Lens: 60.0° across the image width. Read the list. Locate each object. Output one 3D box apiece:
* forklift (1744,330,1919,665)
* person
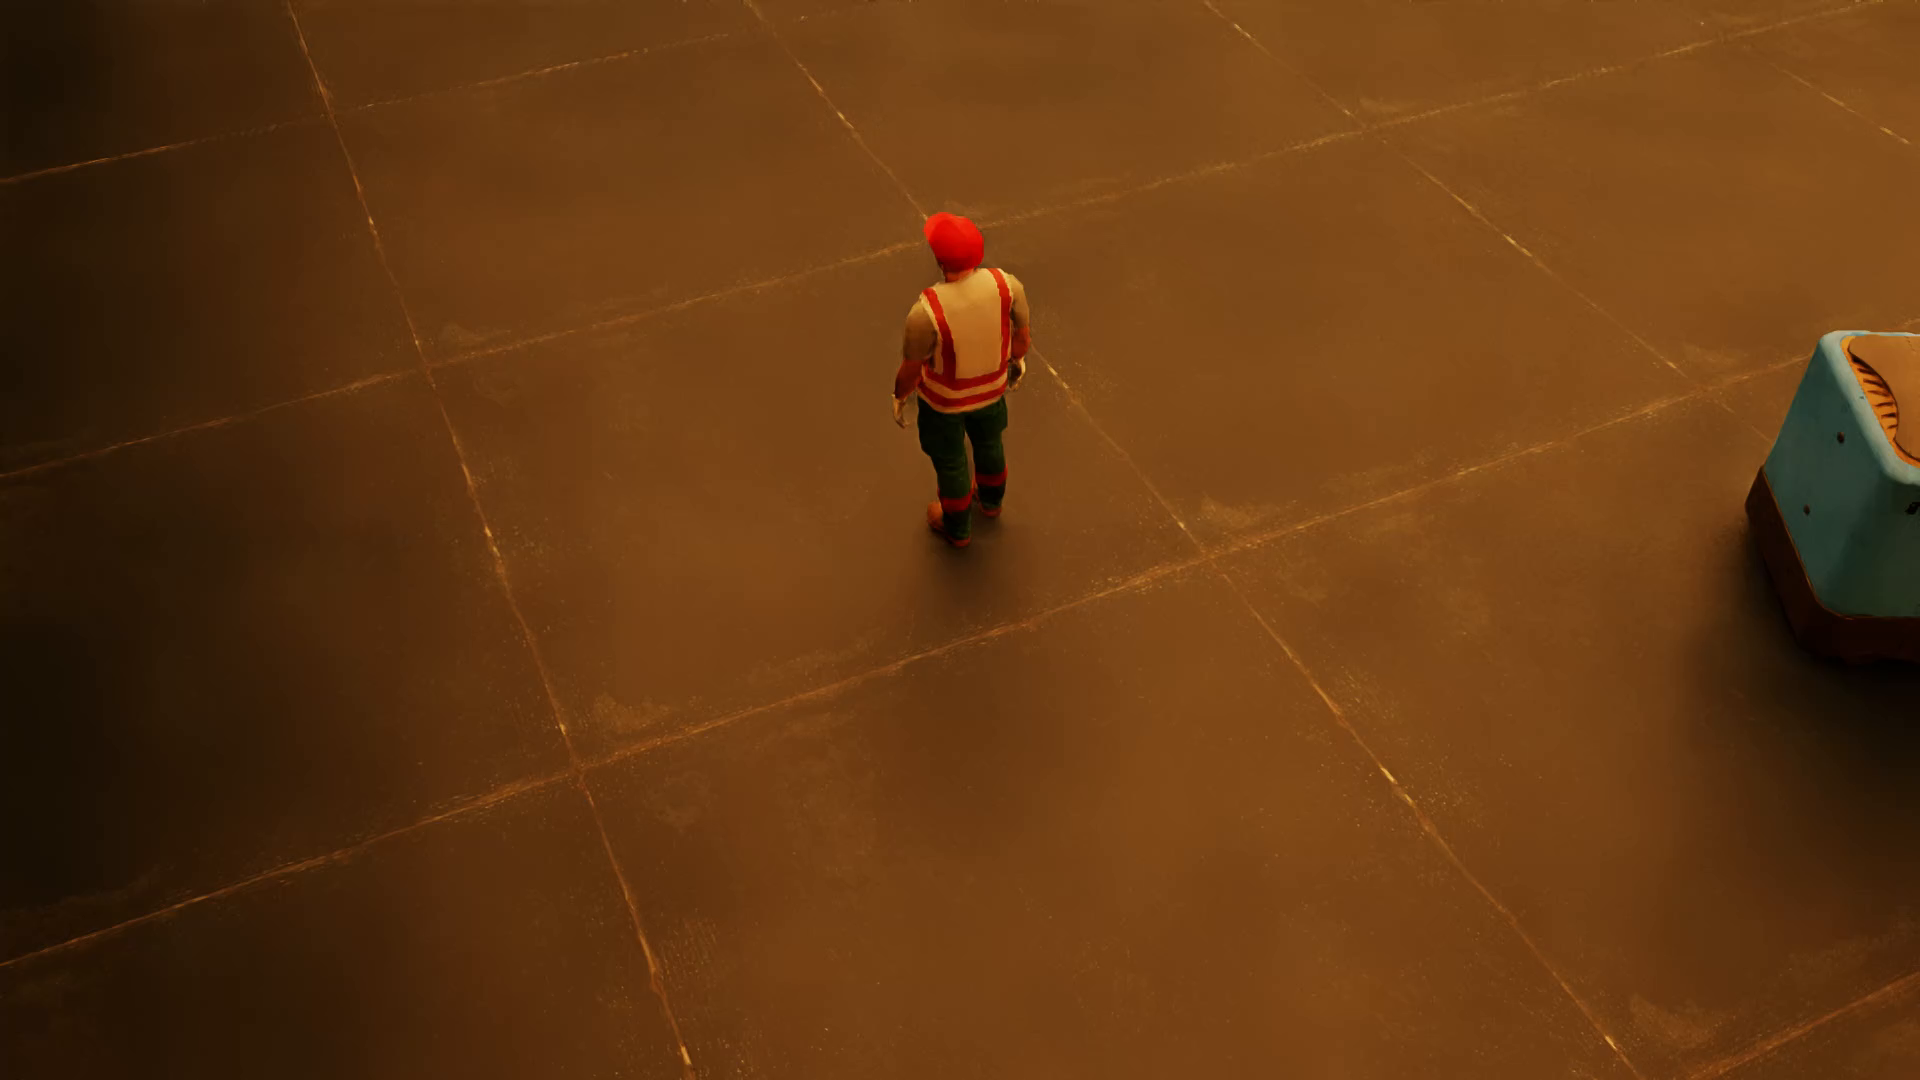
[{"bbox_3d":[5.197,-0.800,6.537,3.031,2.935,1.130,3,43,3],"label":"forklift"},{"bbox_3d":[-0.024,-0.712,7.270,0.637,1.787,0.563,-18,46,-18],"label":"person"}]
